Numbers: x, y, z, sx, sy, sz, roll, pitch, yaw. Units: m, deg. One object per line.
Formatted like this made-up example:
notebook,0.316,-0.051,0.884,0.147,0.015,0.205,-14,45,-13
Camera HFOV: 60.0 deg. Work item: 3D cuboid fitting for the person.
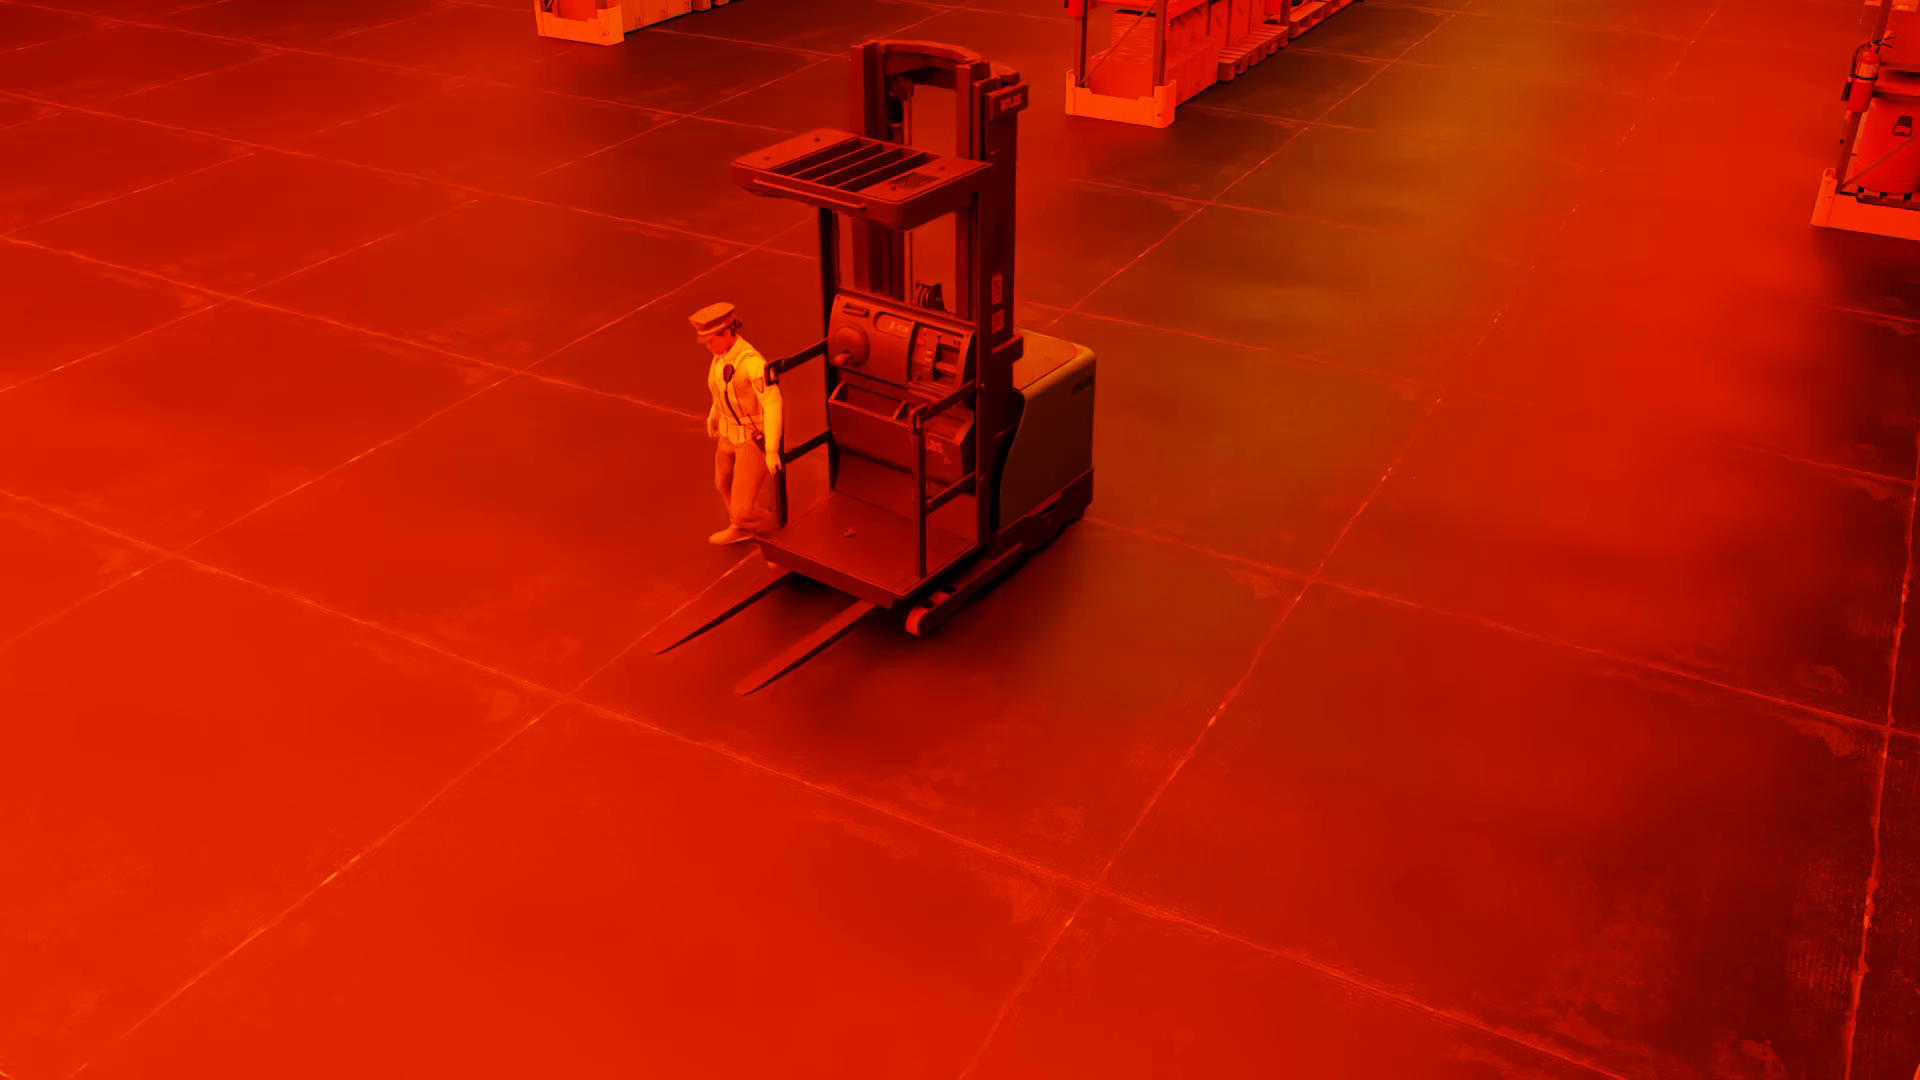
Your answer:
person,-1.237,-0.548,9.361,0.424,1.636,0.856,-19,35,-30

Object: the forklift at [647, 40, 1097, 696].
forklift,-0.453,-1.016,8.831,1.130,2.935,3.031,20,36,31
